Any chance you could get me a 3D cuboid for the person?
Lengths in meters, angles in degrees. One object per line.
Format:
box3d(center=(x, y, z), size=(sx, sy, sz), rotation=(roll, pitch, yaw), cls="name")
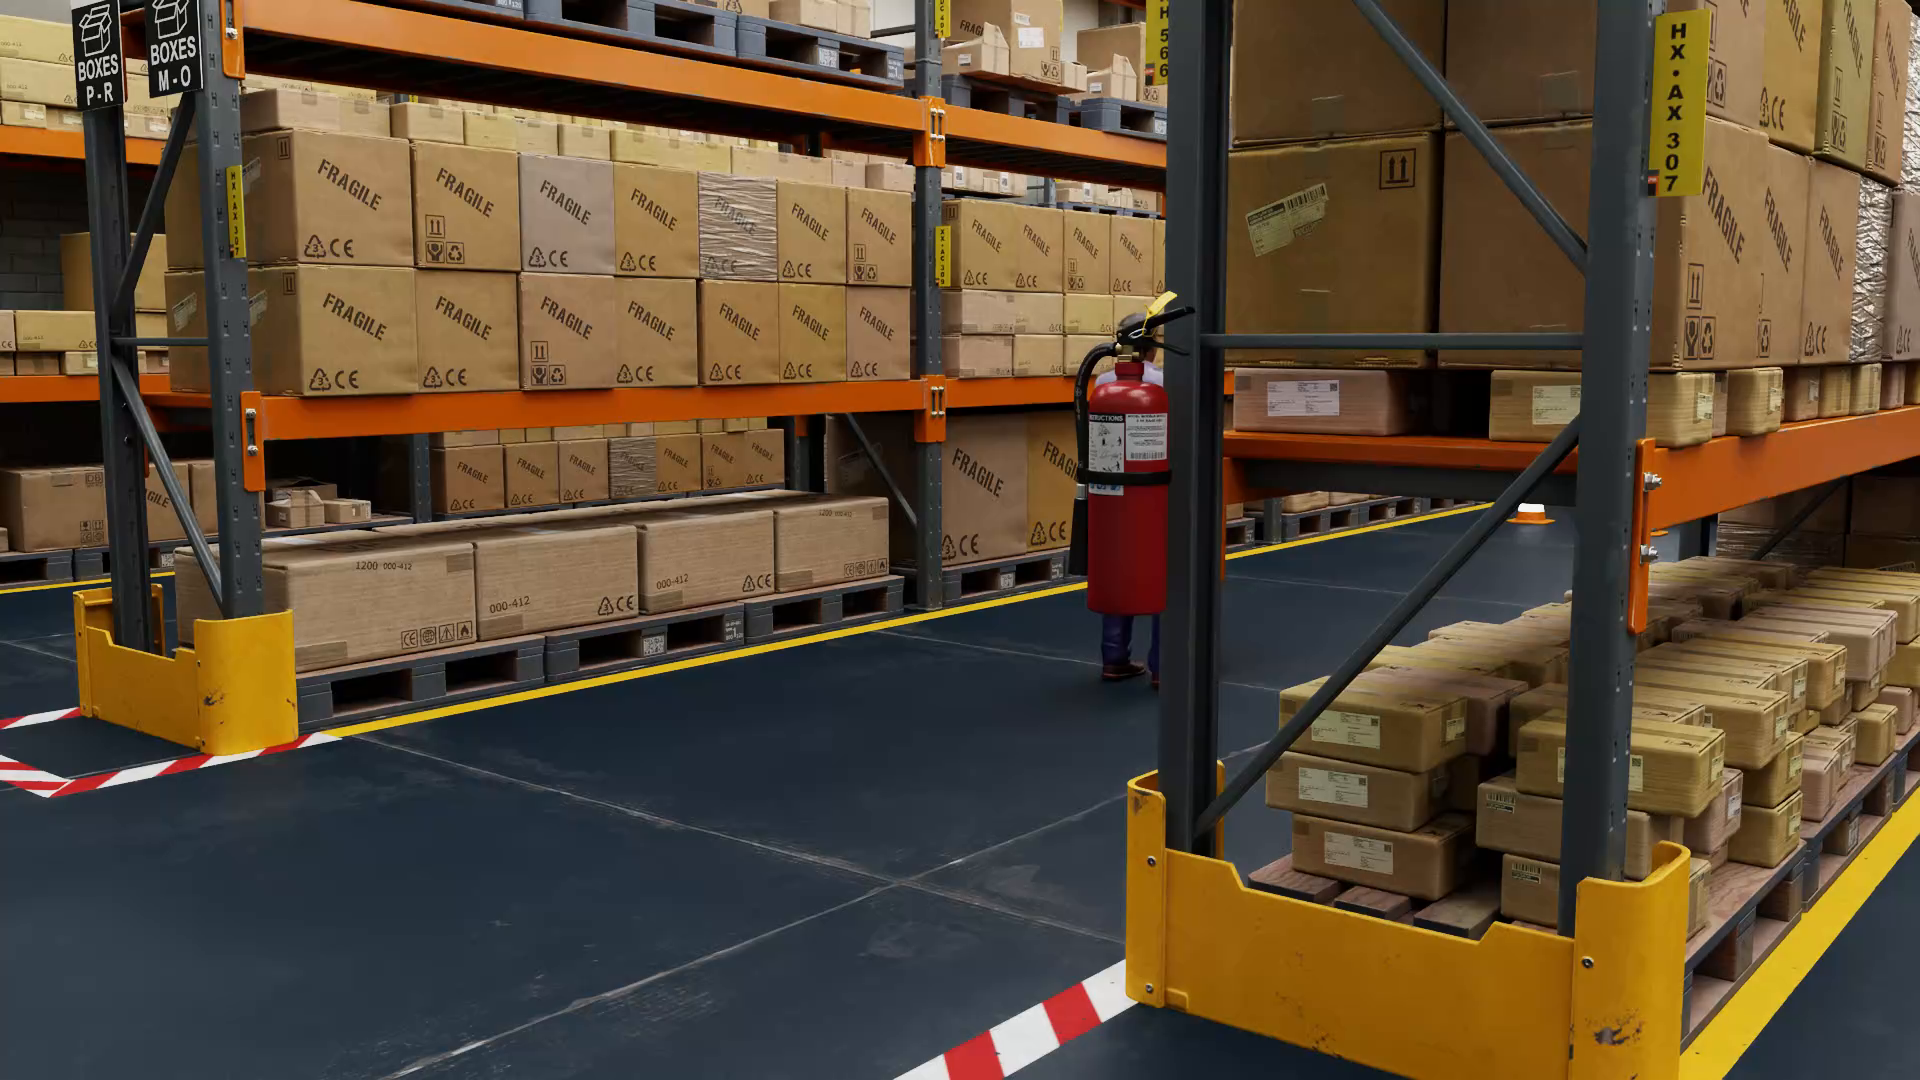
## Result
box3d(center=(0.867, -0.186, 7.410), size=(0.452, 1.634, 0.522), rotation=(5, 9, 39), cls="person")
